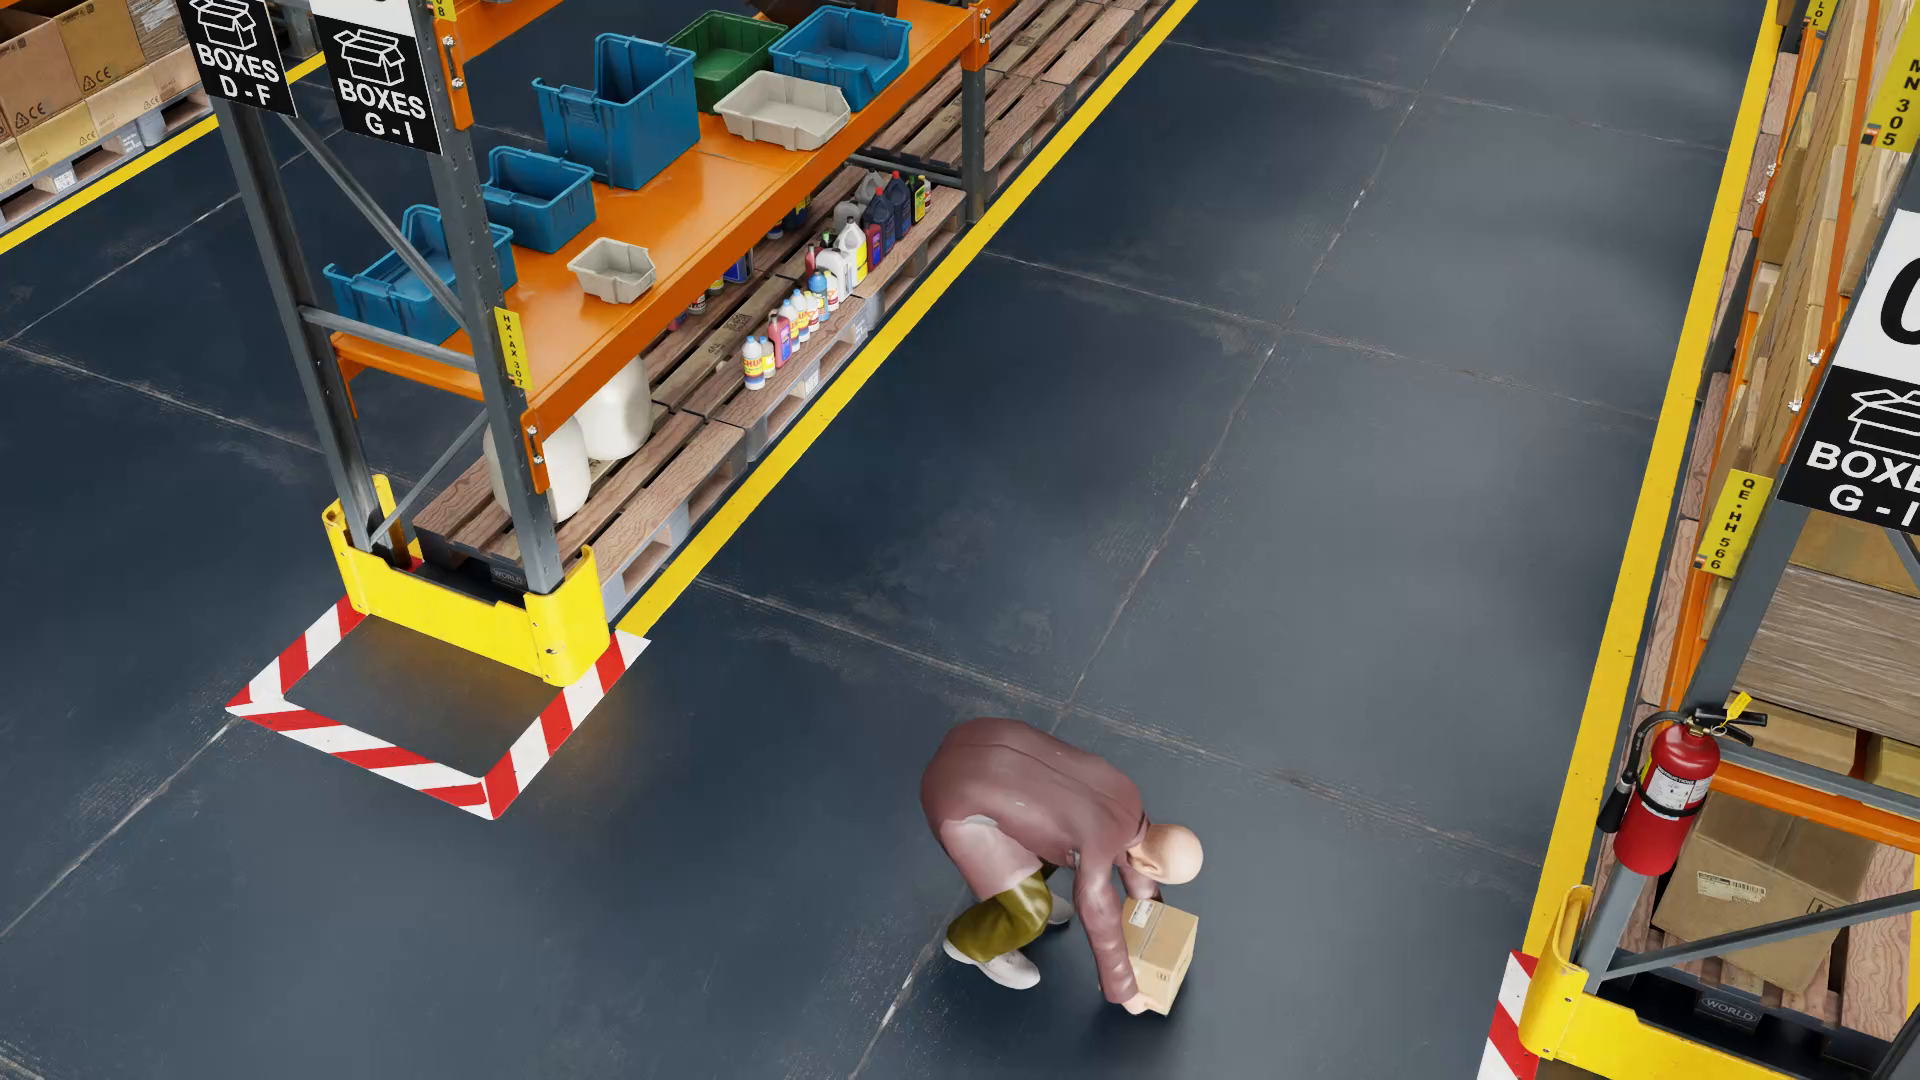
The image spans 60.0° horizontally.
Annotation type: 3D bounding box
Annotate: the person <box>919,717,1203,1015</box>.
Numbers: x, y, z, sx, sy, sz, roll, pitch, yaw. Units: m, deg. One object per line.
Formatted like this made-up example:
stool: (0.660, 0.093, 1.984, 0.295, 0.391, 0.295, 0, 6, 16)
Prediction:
person: (0.327, 1.073, 5.532, 0.943, 1.010, 0.590, 15, 44, 17)
